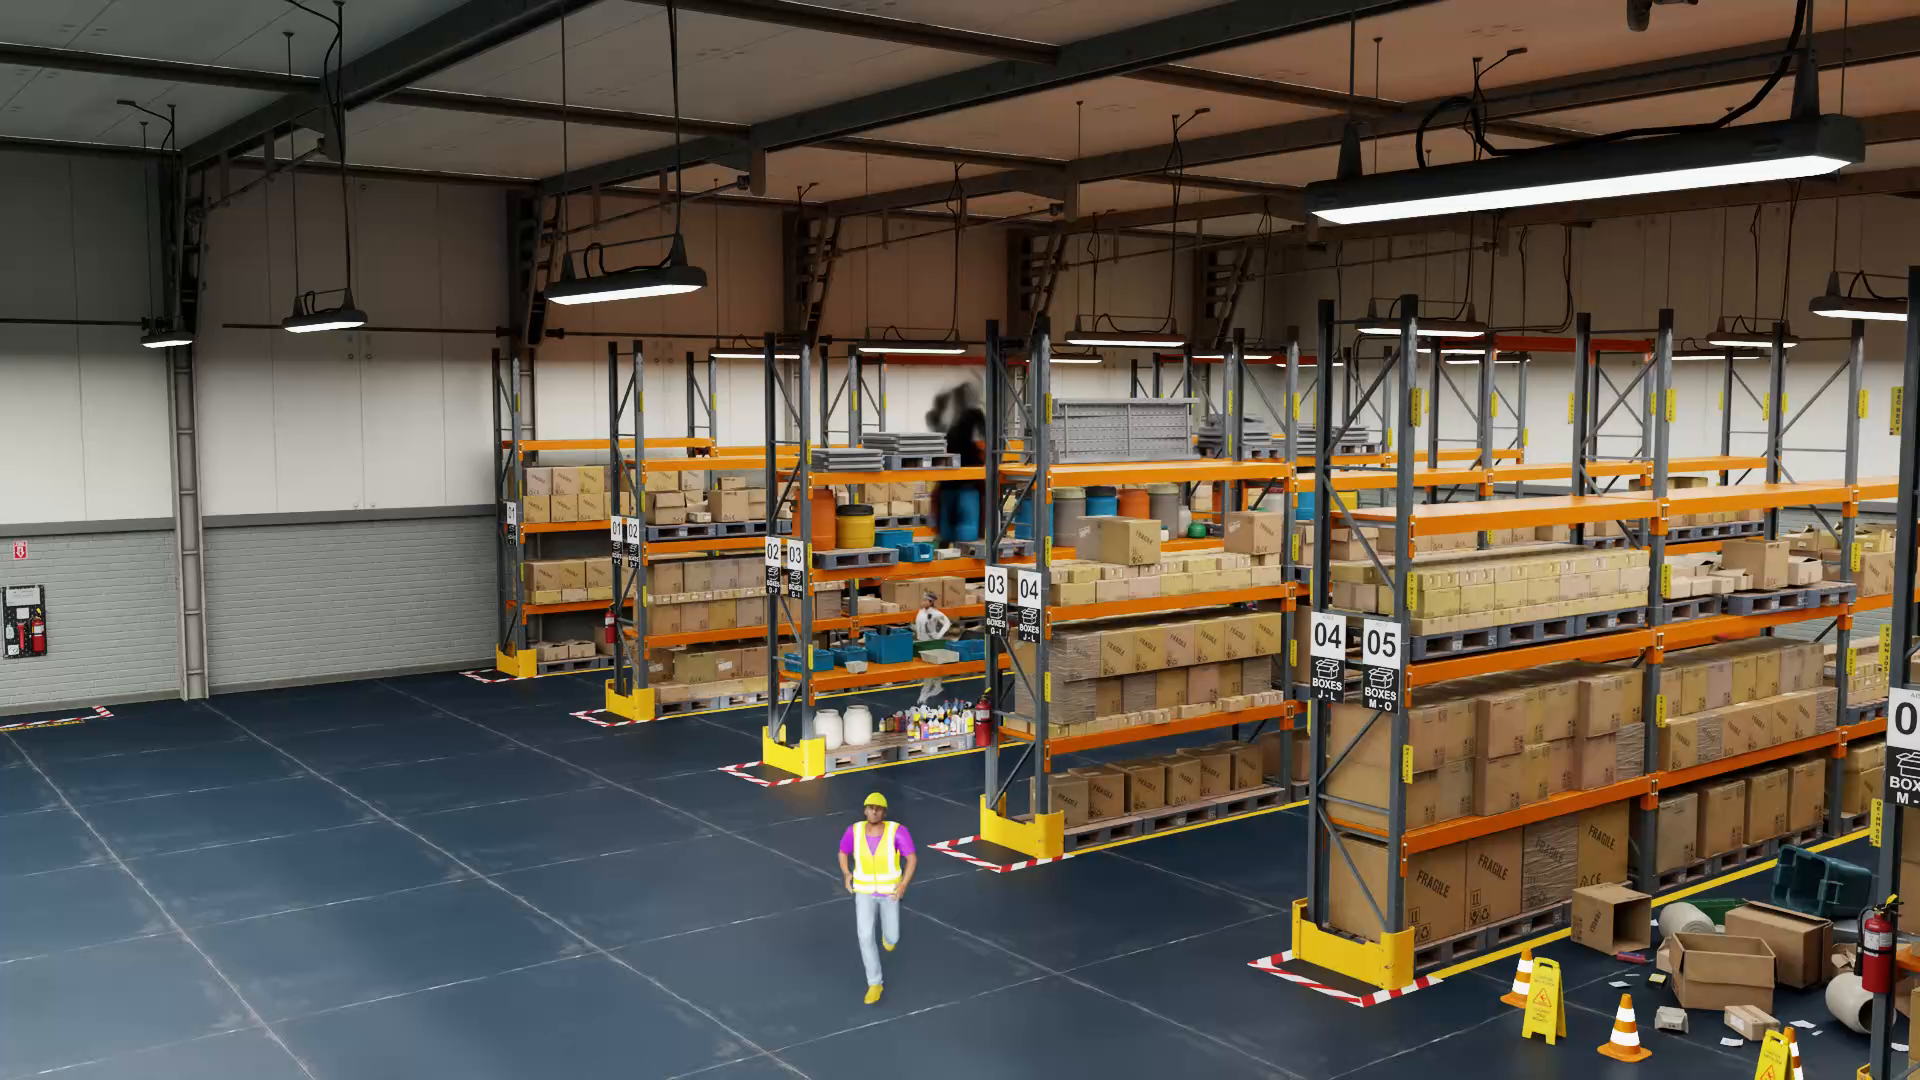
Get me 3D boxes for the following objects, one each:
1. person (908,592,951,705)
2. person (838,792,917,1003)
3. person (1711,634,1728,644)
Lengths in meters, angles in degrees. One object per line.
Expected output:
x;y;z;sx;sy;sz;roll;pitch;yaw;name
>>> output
-0.519;1.714;26.541;0.686;1.795;0.594;-4;6;-38;person
-0.722;3.053;14.509;0.693;1.738;0.903;0;5;-1;person
11.113;2.167;24.186;1.063;1.788;0.654;-4;6;-38;person
